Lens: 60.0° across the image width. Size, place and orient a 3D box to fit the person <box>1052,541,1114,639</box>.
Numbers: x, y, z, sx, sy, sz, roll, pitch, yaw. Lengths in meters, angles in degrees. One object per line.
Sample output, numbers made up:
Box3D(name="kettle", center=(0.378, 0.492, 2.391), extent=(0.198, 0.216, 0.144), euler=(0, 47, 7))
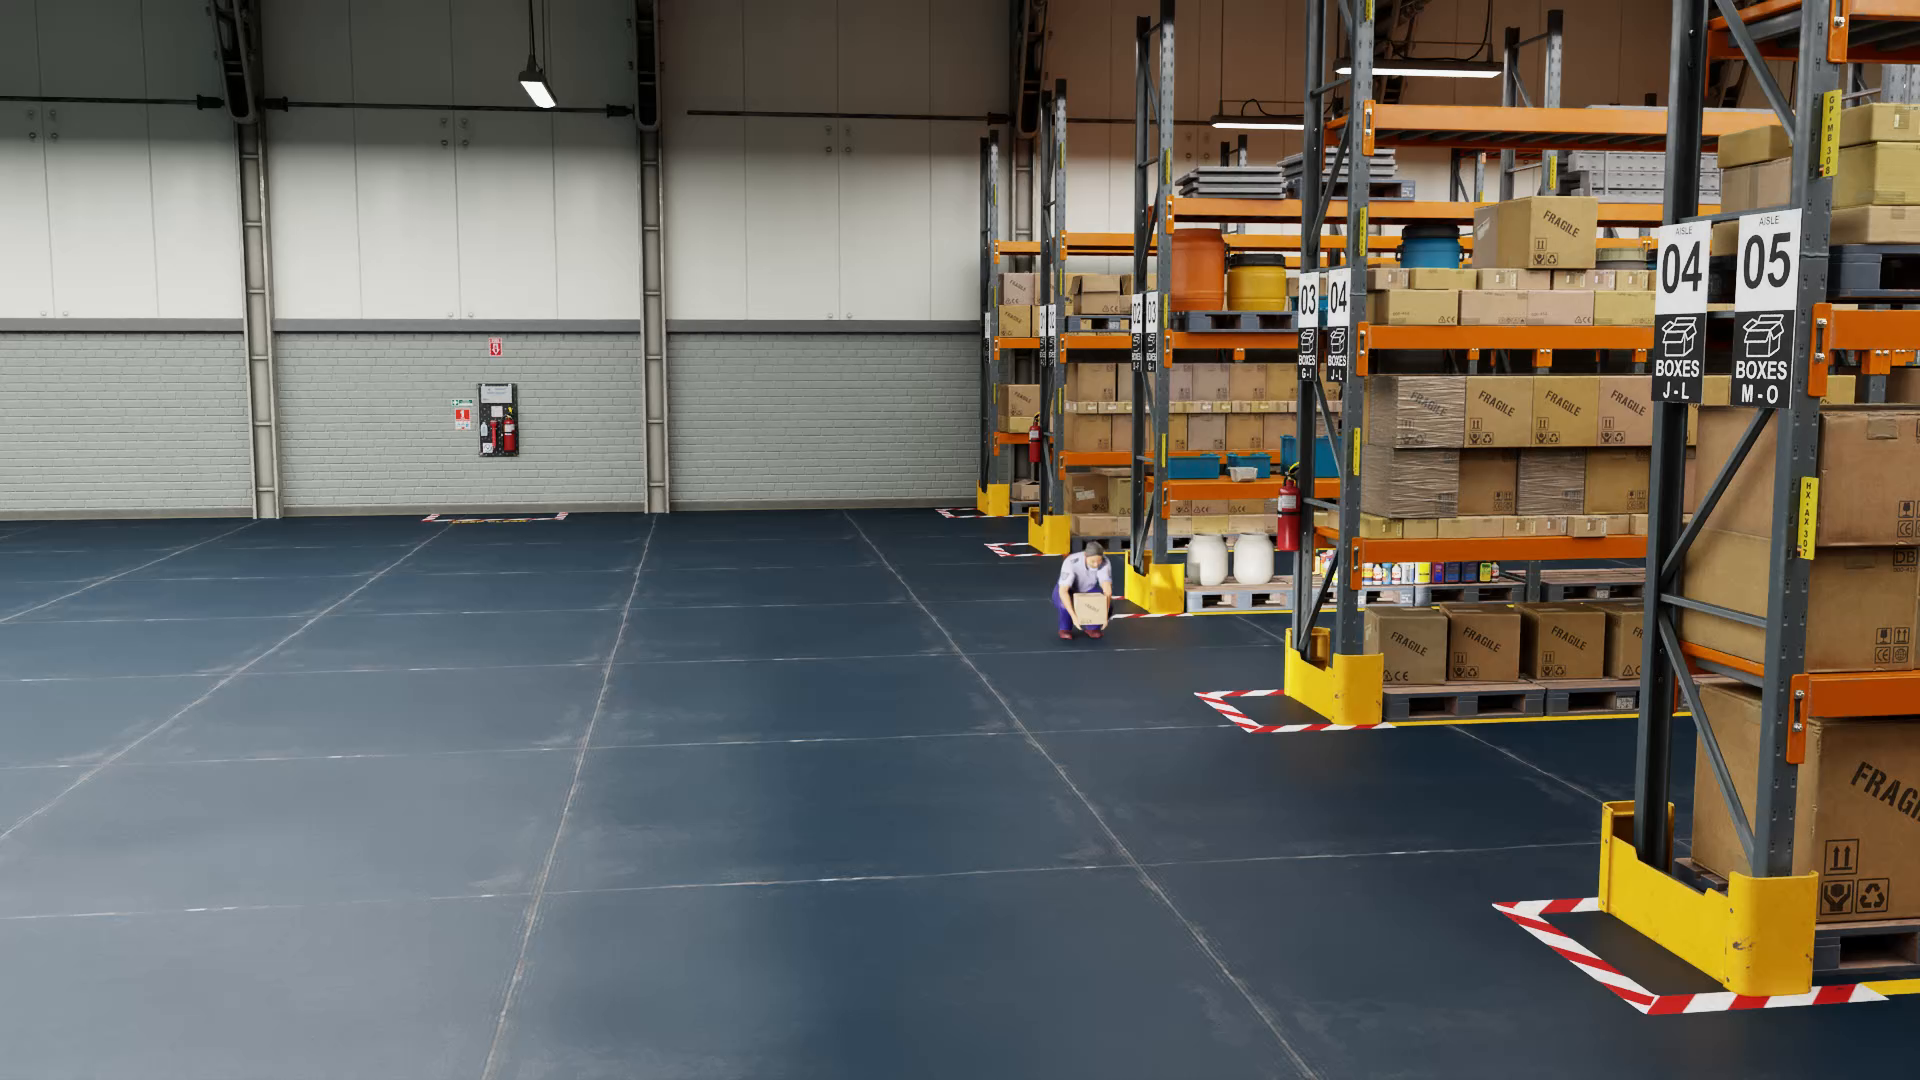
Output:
Box3D(name="person", center=(1.128, 0.456, 15.221), extent=(0.525, 0.915, 0.823), euler=(-1, 7, -9))
